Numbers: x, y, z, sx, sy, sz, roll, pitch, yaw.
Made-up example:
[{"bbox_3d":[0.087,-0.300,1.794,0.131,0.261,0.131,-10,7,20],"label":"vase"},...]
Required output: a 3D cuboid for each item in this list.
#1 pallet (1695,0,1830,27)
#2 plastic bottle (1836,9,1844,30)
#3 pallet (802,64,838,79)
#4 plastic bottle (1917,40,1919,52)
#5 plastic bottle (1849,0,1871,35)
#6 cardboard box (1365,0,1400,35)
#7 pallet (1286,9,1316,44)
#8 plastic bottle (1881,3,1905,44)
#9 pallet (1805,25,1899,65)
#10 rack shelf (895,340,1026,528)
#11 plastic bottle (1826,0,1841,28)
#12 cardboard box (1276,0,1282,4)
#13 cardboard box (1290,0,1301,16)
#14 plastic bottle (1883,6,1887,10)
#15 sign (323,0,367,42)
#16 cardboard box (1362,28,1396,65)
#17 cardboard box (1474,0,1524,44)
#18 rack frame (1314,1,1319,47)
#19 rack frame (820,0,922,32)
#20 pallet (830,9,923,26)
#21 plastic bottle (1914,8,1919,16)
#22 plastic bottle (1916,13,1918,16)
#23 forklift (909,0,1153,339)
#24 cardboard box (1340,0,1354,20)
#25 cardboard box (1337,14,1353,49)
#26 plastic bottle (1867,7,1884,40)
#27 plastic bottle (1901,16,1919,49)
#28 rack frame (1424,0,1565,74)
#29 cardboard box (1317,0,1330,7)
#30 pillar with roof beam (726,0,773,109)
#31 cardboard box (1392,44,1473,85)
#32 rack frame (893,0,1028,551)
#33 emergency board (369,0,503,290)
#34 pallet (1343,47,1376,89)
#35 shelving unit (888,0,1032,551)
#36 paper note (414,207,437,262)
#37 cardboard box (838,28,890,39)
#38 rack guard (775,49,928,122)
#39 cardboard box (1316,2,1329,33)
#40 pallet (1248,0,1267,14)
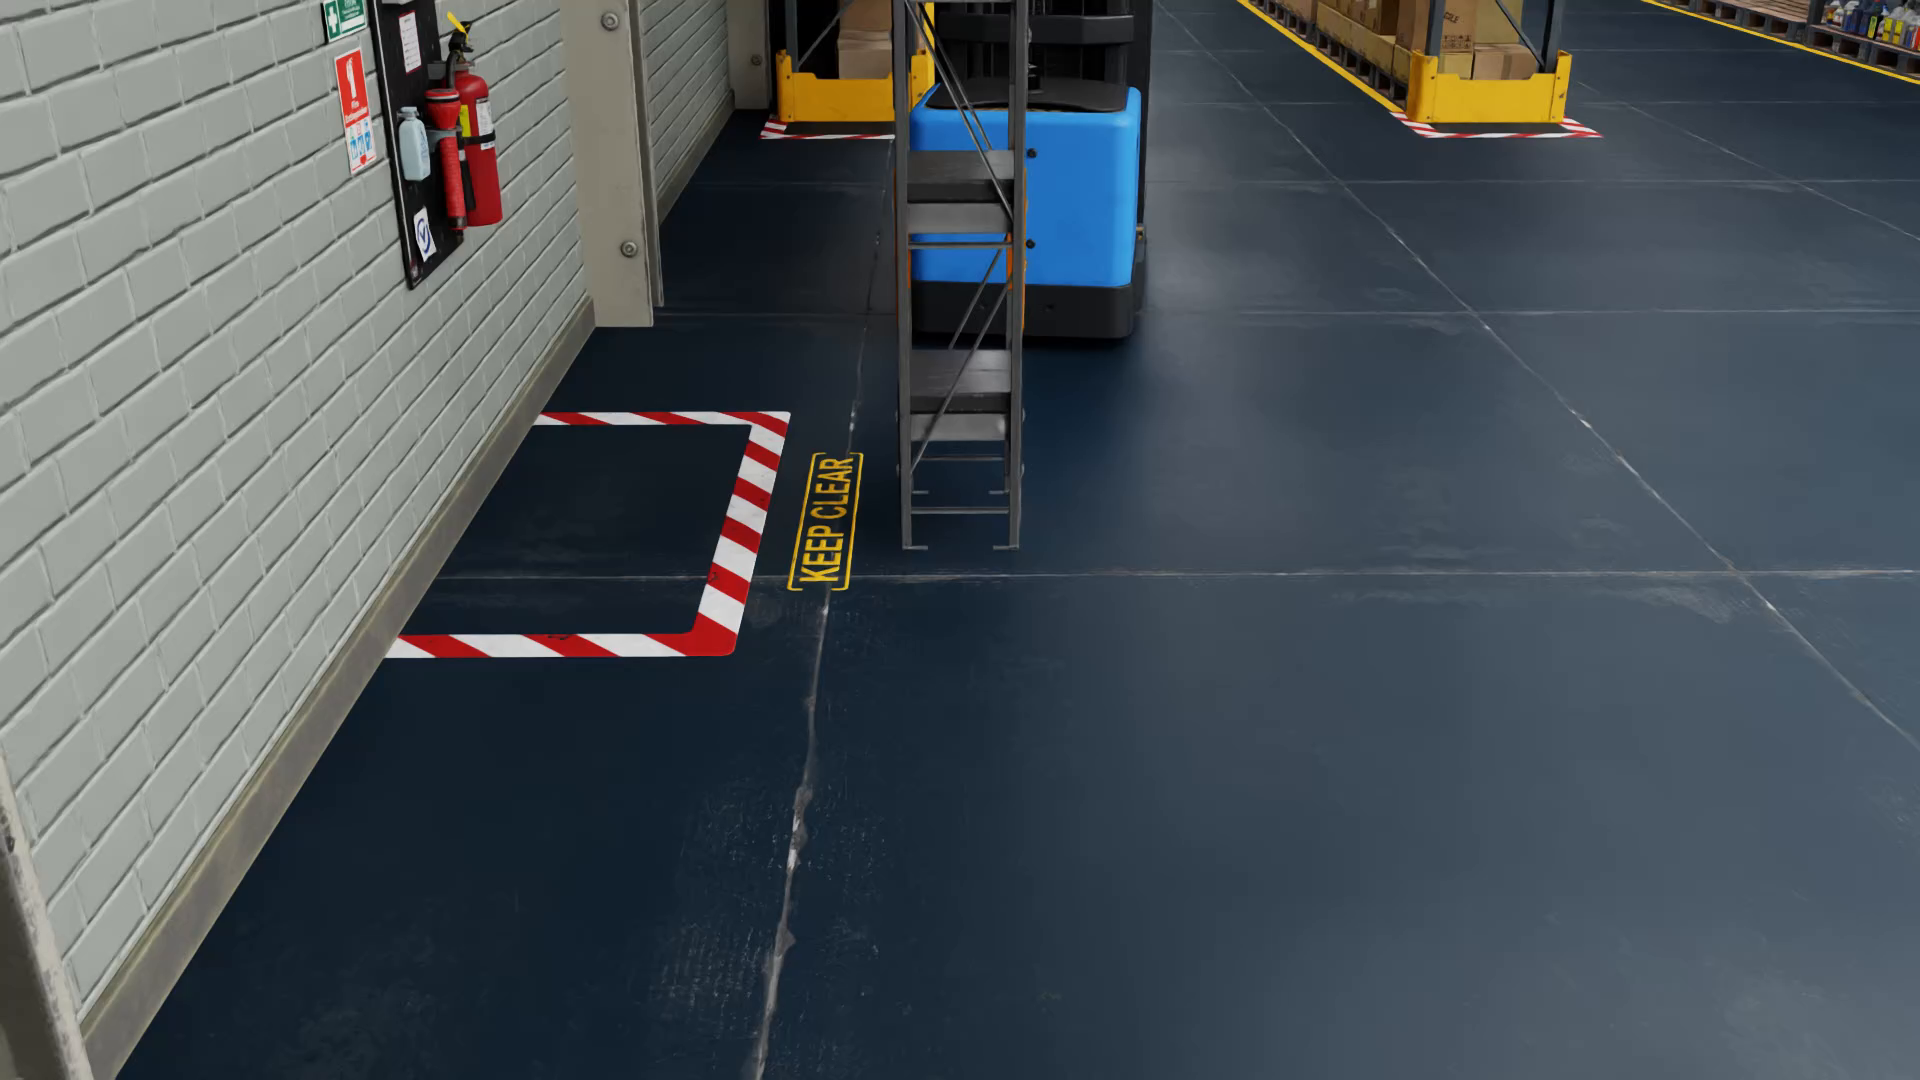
[{"bbox_3d":[8.962,-5.916,18.574,1.003,0.211,1.213,0,24,-1],"label":"pallet"},{"bbox_3d":[8.593,-5.067,16.176,0.097,0.201,0.097,0,24,0],"label":"plastic bottle"},{"bbox_3d":[-0.811,-3.762,13.811,1.003,0.211,1.213,0,24,-1],"label":"pallet"},{"bbox_3d":[8.591,-4.476,14.769,0.061,0.283,0.133,0,24,1],"label":"plastic bottle"},{"bbox_3d":[8.620,-5.018,15.885,0.144,0.351,0.185,0,24,1],"label":"plastic bottle"},{"bbox_3d":[3.787,-4.602,14.201,0.500,0.500,0.500,0,24,-1],"label":"cardboard box"},{"bbox_3d":[4.026,-5.371,17.369,1.003,0.211,1.213,0,24,-1],"label":"pallet"},{"bbox_3d":[8.626,-4.765,15.326,0.144,0.351,0.185,0,24,-1],"label":"plastic bottle"},{"bbox_3d":[8.991,-4.811,16.132,1.003,0.211,1.213,0,24,-1],"label":"pallet"},{"bbox_3d":[-0.002,-0.375,5.762,0.431,0.518,0.480,0,24,-1],"label":"rack shelf"},{"bbox_3d":[8.591,-5.183,16.346,0.097,0.271,0.097,0,24,0],"label":"plastic bottle"},{"bbox_3d":[3.764,-6.075,18.369,0.500,0.250,0.500,0,24,1],"label":"cardboard box"},{"bbox_3d":[3.775,-5.655,17.440,0.500,0.250,0.500,-1,24,-1],"label":"cardboard box"},{"bbox_3d":[8.742,-4.922,15.771,0.097,0.271,0.097,0,24,0],"label":"plastic bottle"},{"bbox_3d":[-1.744,-1.491,4.720,0.001,0.109,0.331,0,24,-1],"label":"sign"},{"bbox_3d":[3.790,-4.260,14.356,0.500,0.250,0.500,0,24,-1],"label":"cardboard box"},{"bbox_3d":[4.326,-4.398,13.751,0.500,0.500,0.500,0,24,-1],"label":"cardboard box"},{"bbox_3d":[4.073,-6.338,16.124,1.000,3.000,0.127,0,24,-1],"label":"rack frame"},{"bbox_3d":[-0.881,-6.314,16.071,1.000,3.000,0.127,0,24,-1],"label":"rack frame"},{"bbox_3d":[-0.891,-5.364,17.355,1.003,0.211,1.213,0,24,-1],"label":"pallet"},{"bbox_3d":[9.175,-4.964,15.857,0.152,0.276,0.135,0,24,-1],"label":"plastic bottle"},{"bbox_3d":[8.774,-4.742,15.366,0.152,0.276,0.135,0,24,-1],"label":"plastic bottle"},{"bbox_3d":[0.444,-2.832,8.455,1.130,2.935,3.031,3,24,6],"label":"forklift"},{"bbox_3d":[3.776,-5.014,15.113,0.500,0.500,0.500,0,24,-1],"label":"cardboard box"},{"bbox_3d":[3.775,-4.672,15.267,0.500,0.250,0.500,0,24,-1],"label":"cardboard box"},{"bbox_3d":[8.582,-4.841,15.576,0.061,0.283,0.133,1,24,2],"label":"plastic bottle"},{"bbox_3d":[8.634,-4.586,15.021,0.152,0.276,0.135,-1,24,-2],"label":"plastic bottle"},{"bbox_3d":[4.116,-4.690,12.479,1.000,3.000,0.127,0,24,-1],"label":"rack frame"},{"bbox_3d":[3.765,-5.426,16.024,0.500,0.500,0.500,0,24,-1],"label":"cardboard box"},{"bbox_3d":[2.595,-7.703,11.862,9.100,9.000,0.400,0,24,-1],"label":"pillar with roof beam"},{"bbox_3d":[3.815,-3.848,13.445,0.500,0.250,0.500,0,24,-1],"label":"cardboard box"},{"bbox_3d":[0.001,-0.924,5.246,0.400,2.100,0.015,0,24,-1],"label":"rack frame"},{"bbox_3d":[-1.655,-1.460,5.337,0.194,1.169,0.643,0,24,-1],"label":"emergency board"},{"bbox_3d":[4.056,-4.236,14.859,1.003,0.211,1.213,0,24,-1],"label":"pallet"},{"bbox_3d":[-0.002,-1.025,5.468,0.431,2.100,0.503,0,24,-1],"label":"shelving unit"},{"bbox_3d":[-1.722,-0.985,5.357,0.016,0.148,0.142,0,24,-1],"label":"paper note"},{"bbox_3d":[-0.761,-4.162,14.041,0.500,0.311,0.500,2,24,4],"label":"cardboard box"},{"bbox_3d":[-0.838,-3.558,13.011,1.175,0.500,0.348,0,24,-1],"label":"rack guard"},{"bbox_3d":[3.775,-5.084,16.178,0.500,0.250,0.500,0,24,-1],"label":"cardboard box"},{"bbox_3d":[3.999,-6.376,19.592,1.003,0.211,1.213,0,24,-1],"label":"pallet"}]
